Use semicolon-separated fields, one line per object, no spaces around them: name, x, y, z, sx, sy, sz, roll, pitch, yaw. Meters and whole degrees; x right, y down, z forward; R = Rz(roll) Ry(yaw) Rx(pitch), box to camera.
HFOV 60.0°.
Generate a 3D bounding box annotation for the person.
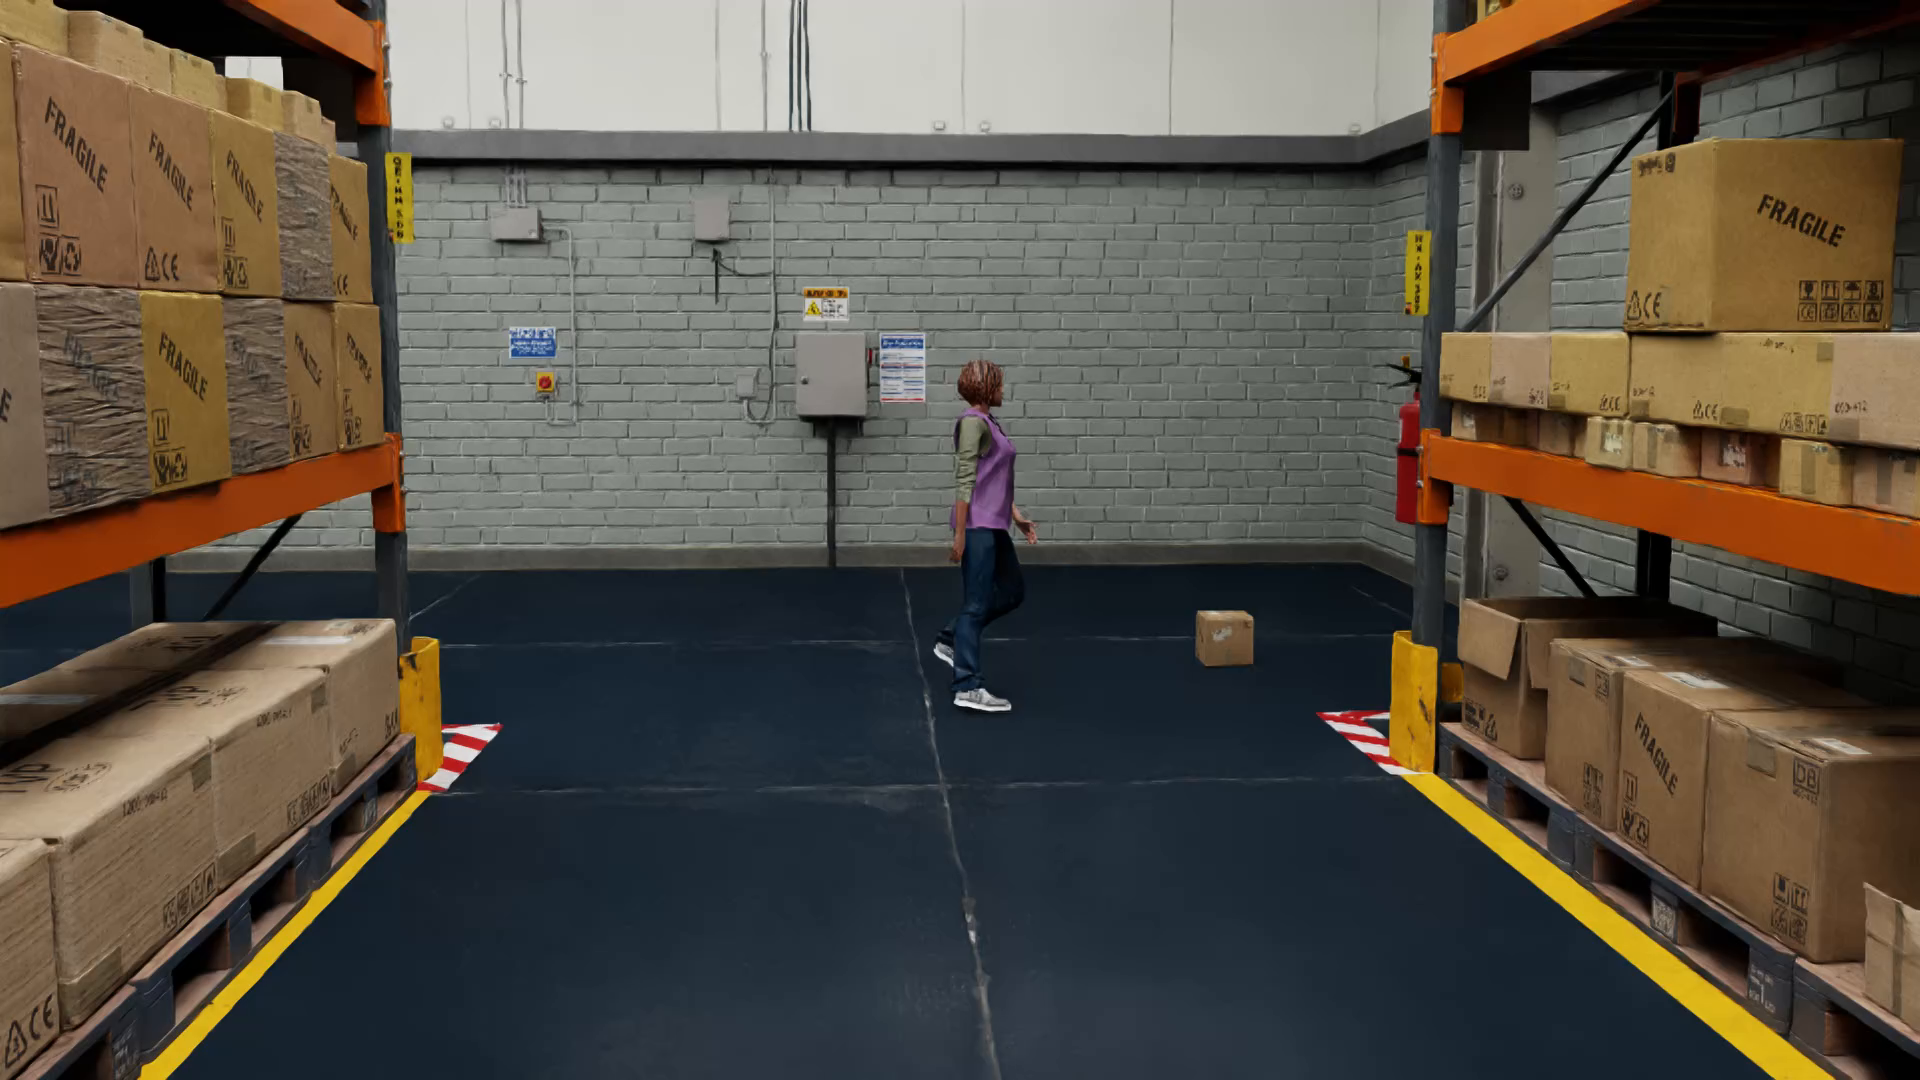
person;0.092;-0.036;7.634;0.500;1.576;0.566;1;7;7
